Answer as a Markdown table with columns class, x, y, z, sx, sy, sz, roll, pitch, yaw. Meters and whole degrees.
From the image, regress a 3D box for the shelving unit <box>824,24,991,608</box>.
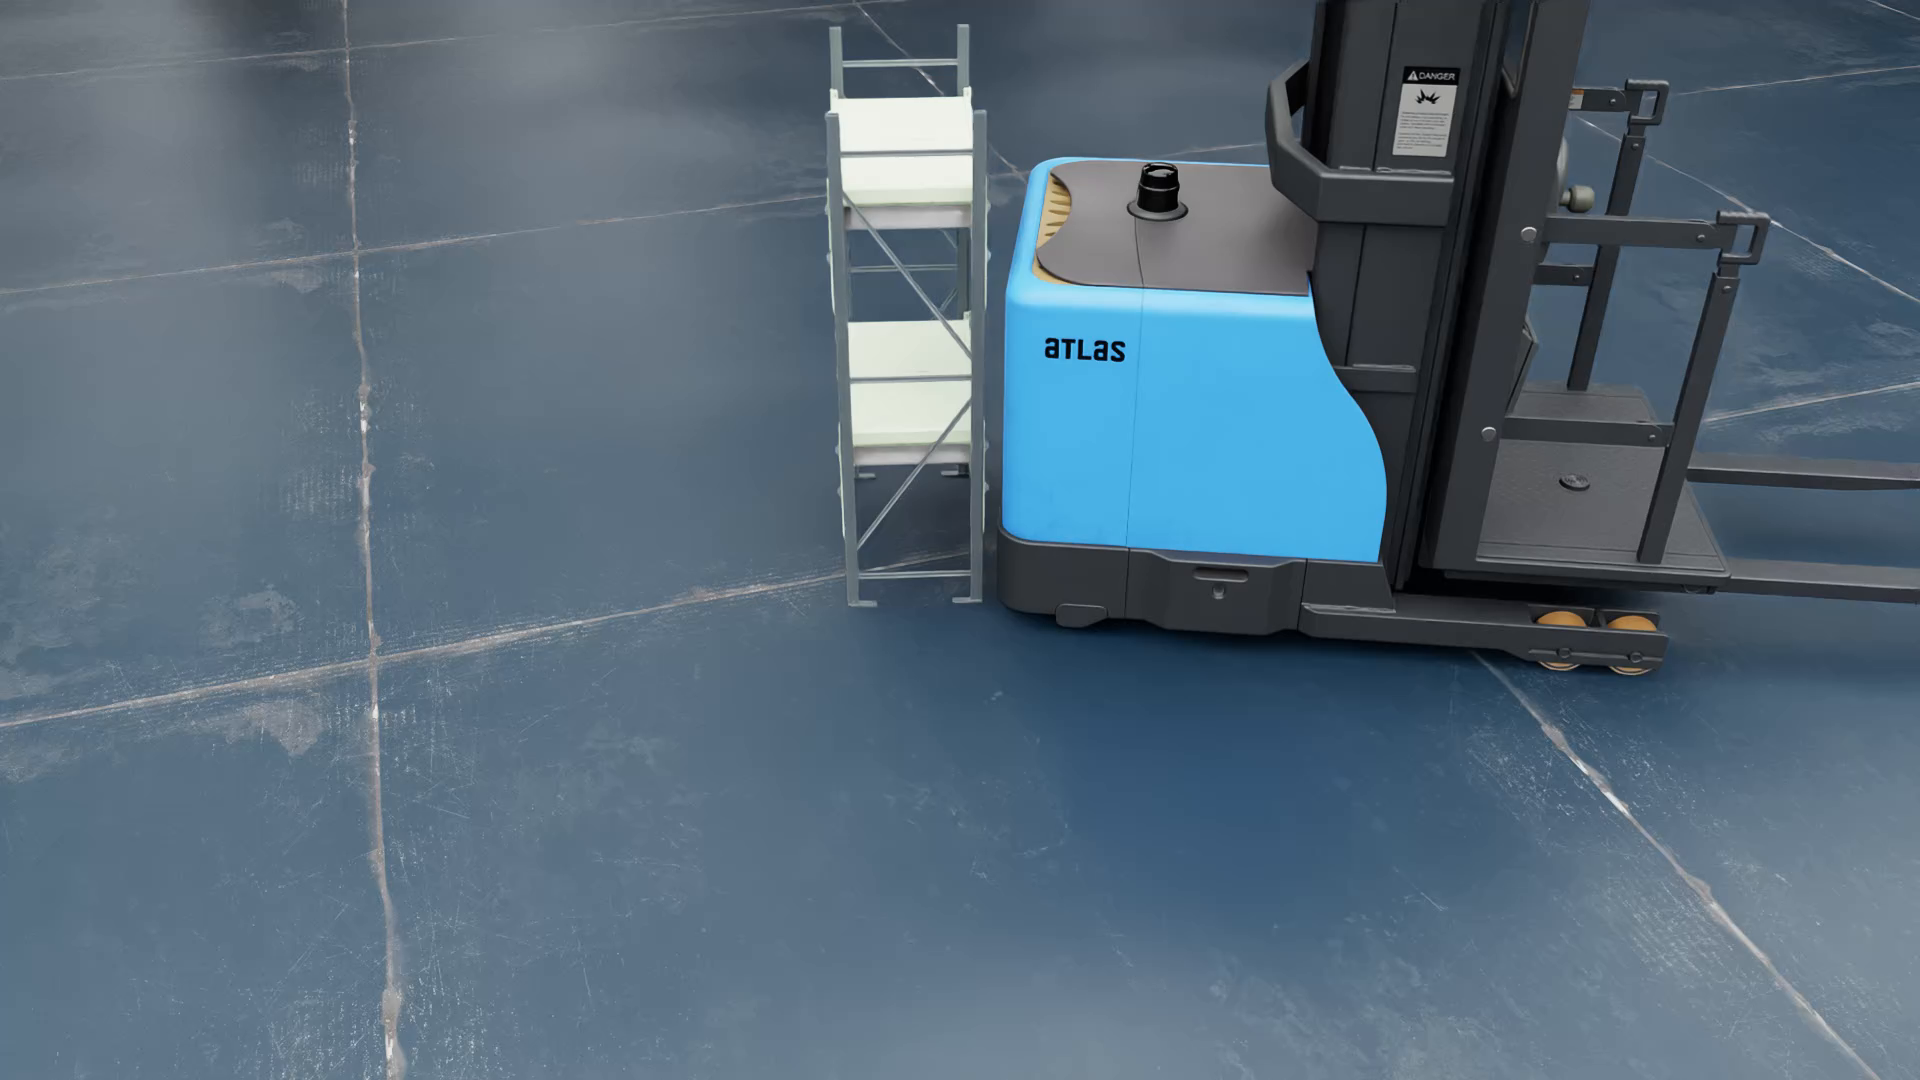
| class | x | y | z | sx | sy | sz | roll | pitch | yaw |
| --- | --- | --- | --- | --- | --- | --- | --- | --- | --- |
| shelving unit | -0.153 | -0.638 | 4.856 | 0.431 | 1.500 | 0.755 | -2 | 33 | -3 |

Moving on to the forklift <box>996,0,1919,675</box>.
| class | x | y | z | sx | sy | sz | roll | pitch | yaw |
| --- | --- | --- | --- | --- | --- | --- | --- | --- | --- |
| forklift | 1.660 | -1.153 | 4.337 | 3.031 | 2.935 | 1.130 | 4 | 34 | 5 |

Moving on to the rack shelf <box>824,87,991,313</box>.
| class | x | y | z | sx | sy | sz | roll | pitch | yaw |
| --- | --- | --- | --- | --- | --- | --- | --- | --- | --- |
| rack shelf | -0.153 | -0.964 | 4.641 | 0.431 | 0.370 | 0.720 | -2 | 33 | -3 |

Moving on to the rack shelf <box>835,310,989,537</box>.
| class | x | y | z | sx | sy | sz | roll | pitch | yaw |
| --- | --- | --- | --- | --- | --- | --- | --- | --- | --- |
| rack shelf | -0.153 | -0.366 | 5.035 | 0.431 | 0.370 | 0.720 | -2 | 33 | -3 |

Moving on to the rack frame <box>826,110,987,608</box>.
| class | x | y | z | sx | sy | sz | roll | pitch | yaw |
| --- | --- | --- | --- | --- | --- | --- | --- | --- | --- |
| rack frame | -0.134 | -0.437 | 4.551 | 0.400 | 1.500 | 0.023 | -2 | 33 | -3 |

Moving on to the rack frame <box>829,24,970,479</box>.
| class | x | y | z | sx | sy | sz | roll | pitch | yaw |
| --- | --- | --- | --- | --- | --- | --- | --- | --- | --- |
| rack frame | -0.172 | -0.840 | 5.161 | 0.400 | 1.500 | 0.023 | -2 | 33 | -3 |
